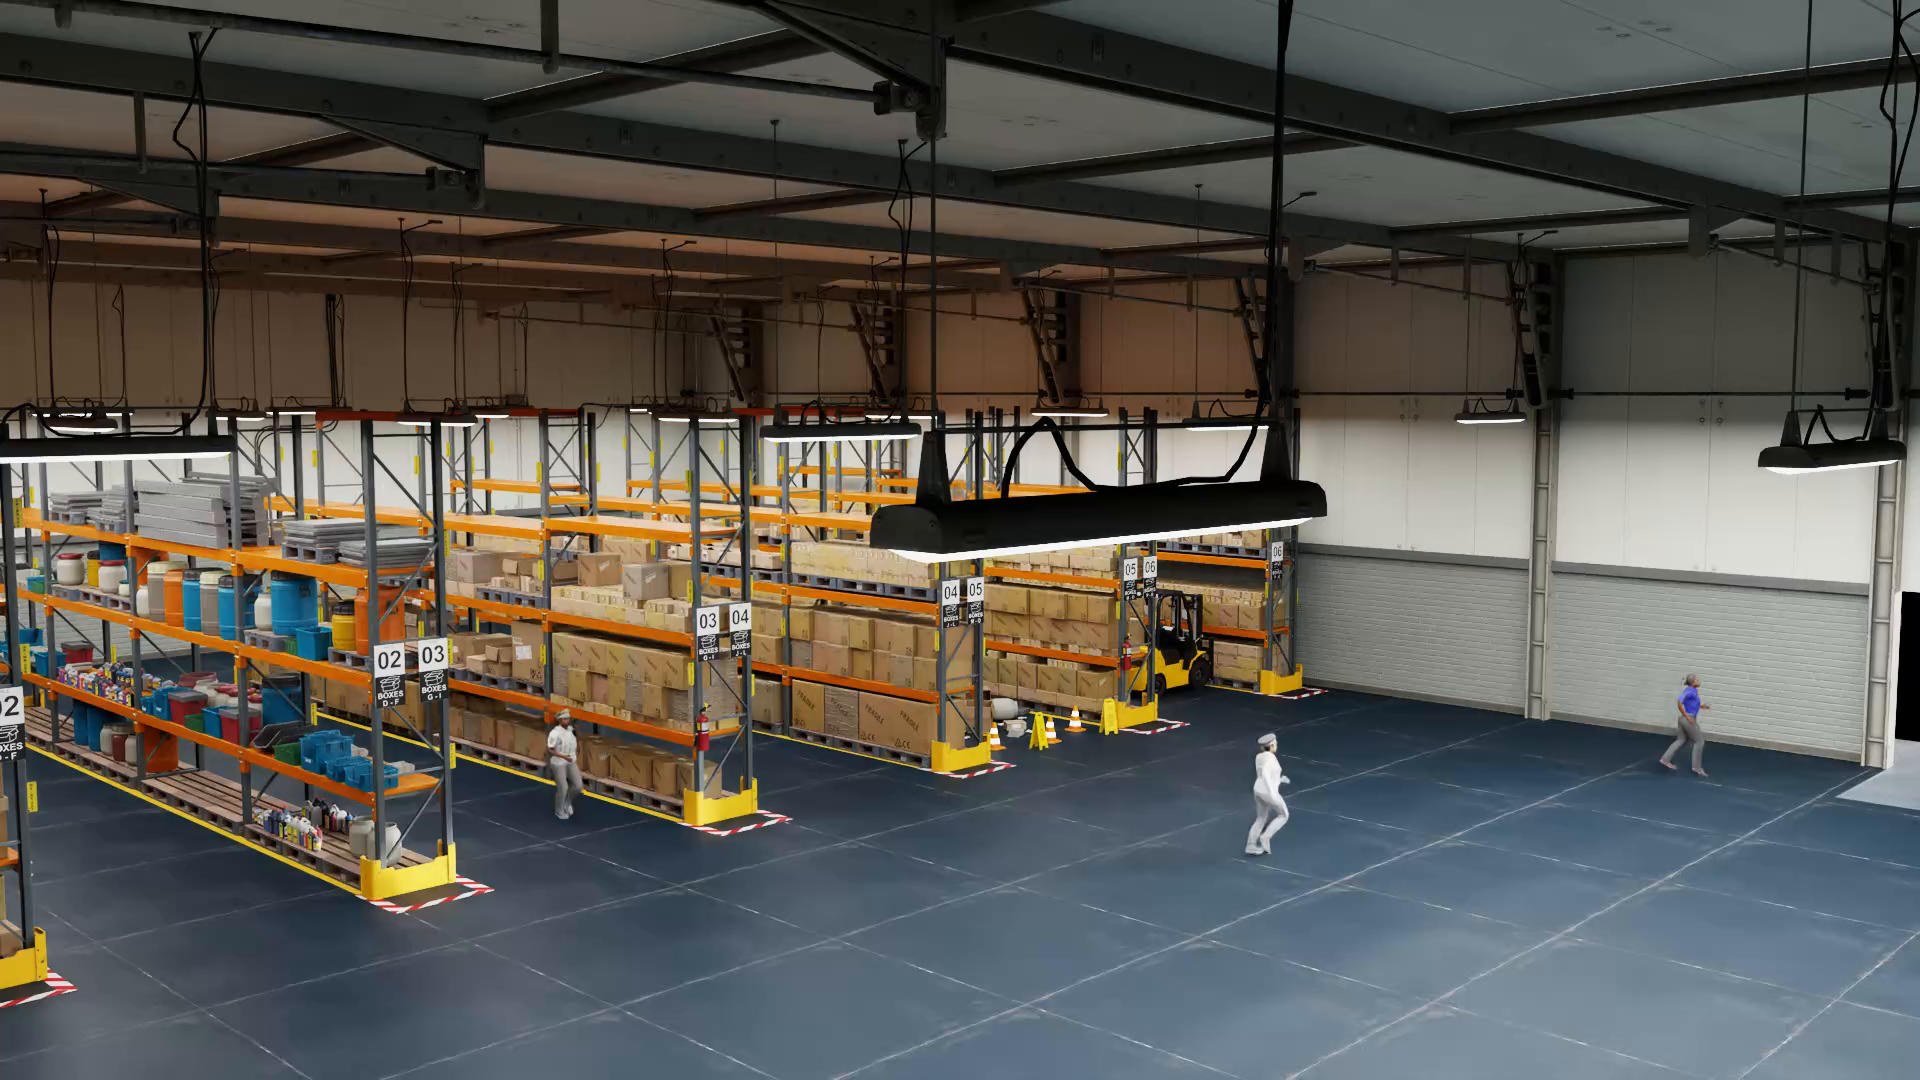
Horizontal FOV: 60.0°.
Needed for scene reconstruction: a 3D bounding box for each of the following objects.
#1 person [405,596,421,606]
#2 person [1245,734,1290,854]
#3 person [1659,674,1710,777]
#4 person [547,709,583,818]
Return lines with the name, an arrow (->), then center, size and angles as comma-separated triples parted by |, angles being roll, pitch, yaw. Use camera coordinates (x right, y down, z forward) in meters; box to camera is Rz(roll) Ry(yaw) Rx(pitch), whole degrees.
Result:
person -> -13.021, 2.007, 39.400 | 0.948, 1.719, 0.518 | 4, 7, 40
person -> 4.248, 3.472, 22.795 | 0.692, 1.647, 0.583 | -2, 5, -21
person -> 12.057, 3.062, 27.636 | 0.762, 1.708, 0.570 | 1, 5, 15
person -> -5.837, 3.314, 24.643 | 0.573, 1.660, 0.576 | 4, 7, 40
